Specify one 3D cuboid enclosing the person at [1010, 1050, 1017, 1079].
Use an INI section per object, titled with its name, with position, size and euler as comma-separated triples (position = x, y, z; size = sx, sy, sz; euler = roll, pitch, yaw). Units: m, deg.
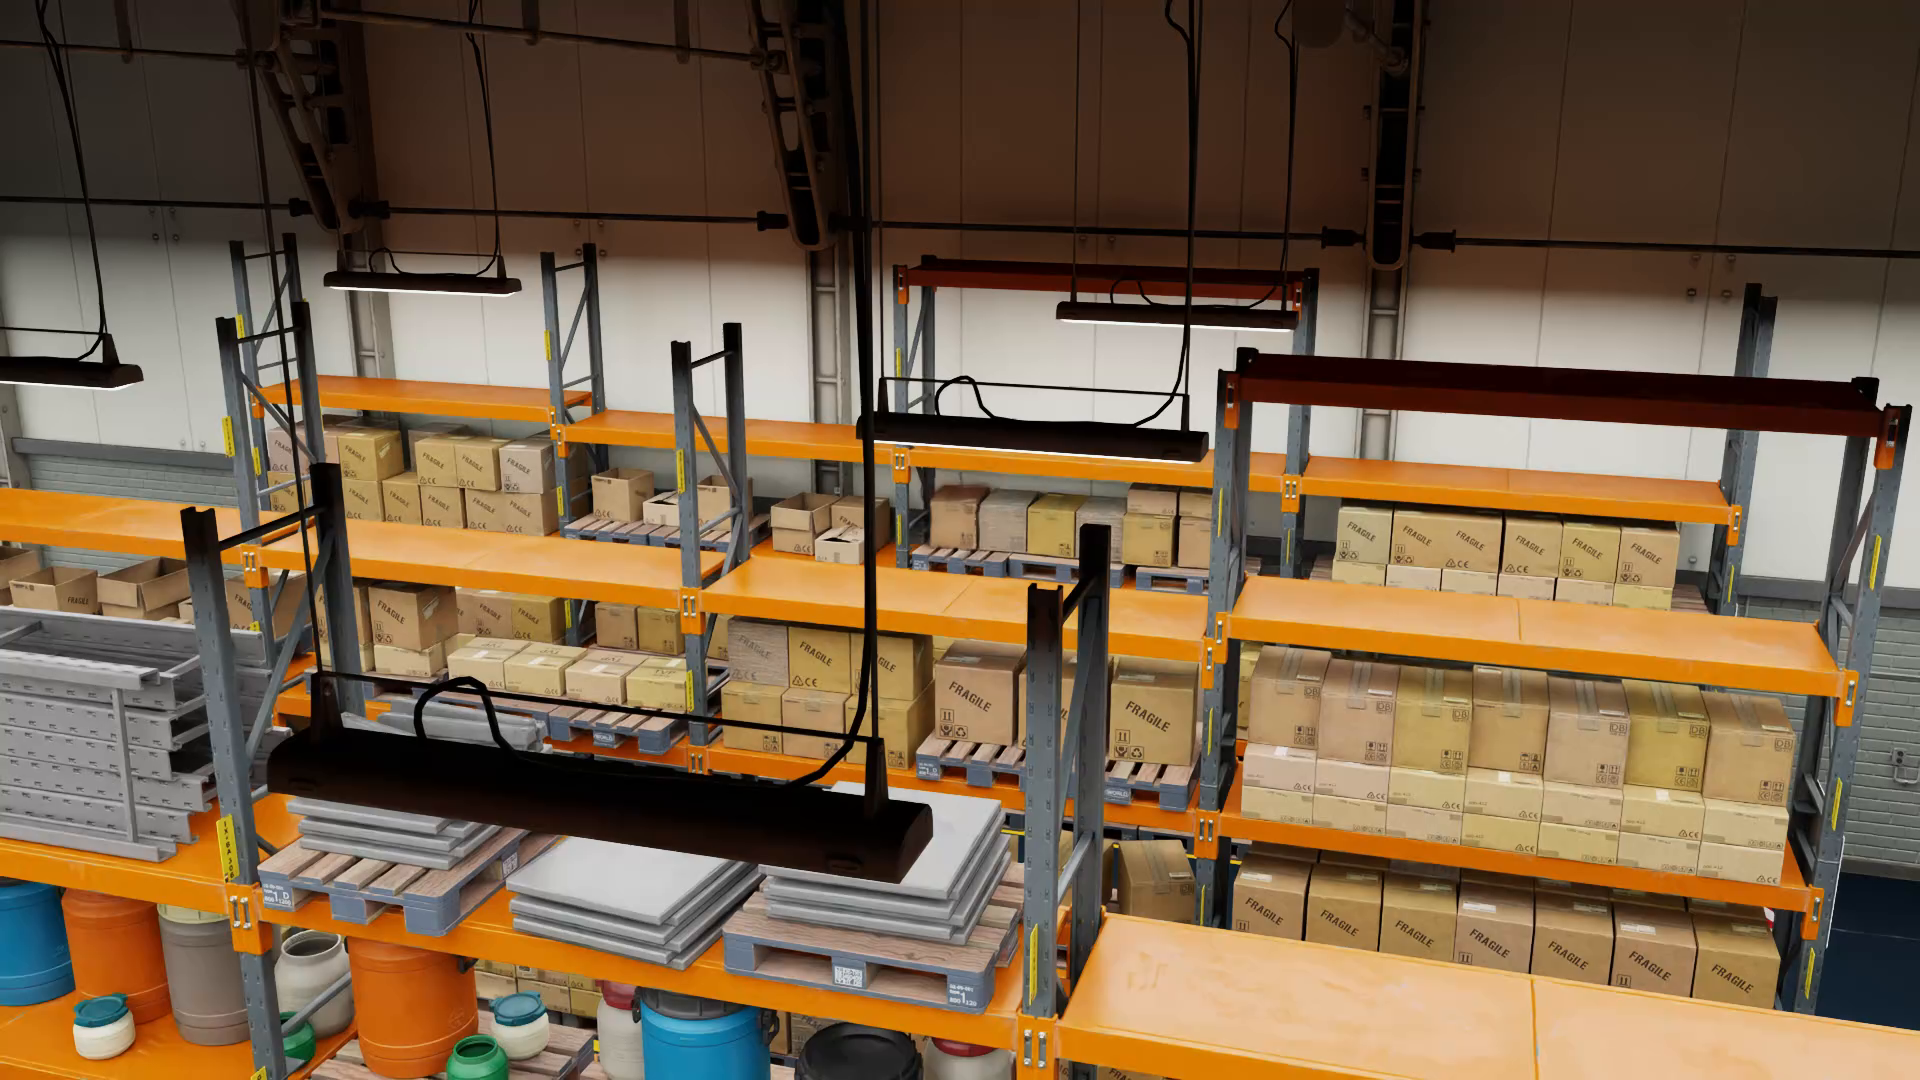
[person]
position = 0.118, 3.964, 11.787
size = 1.087, 1.711, 0.535
euler = 4, 17, 13
